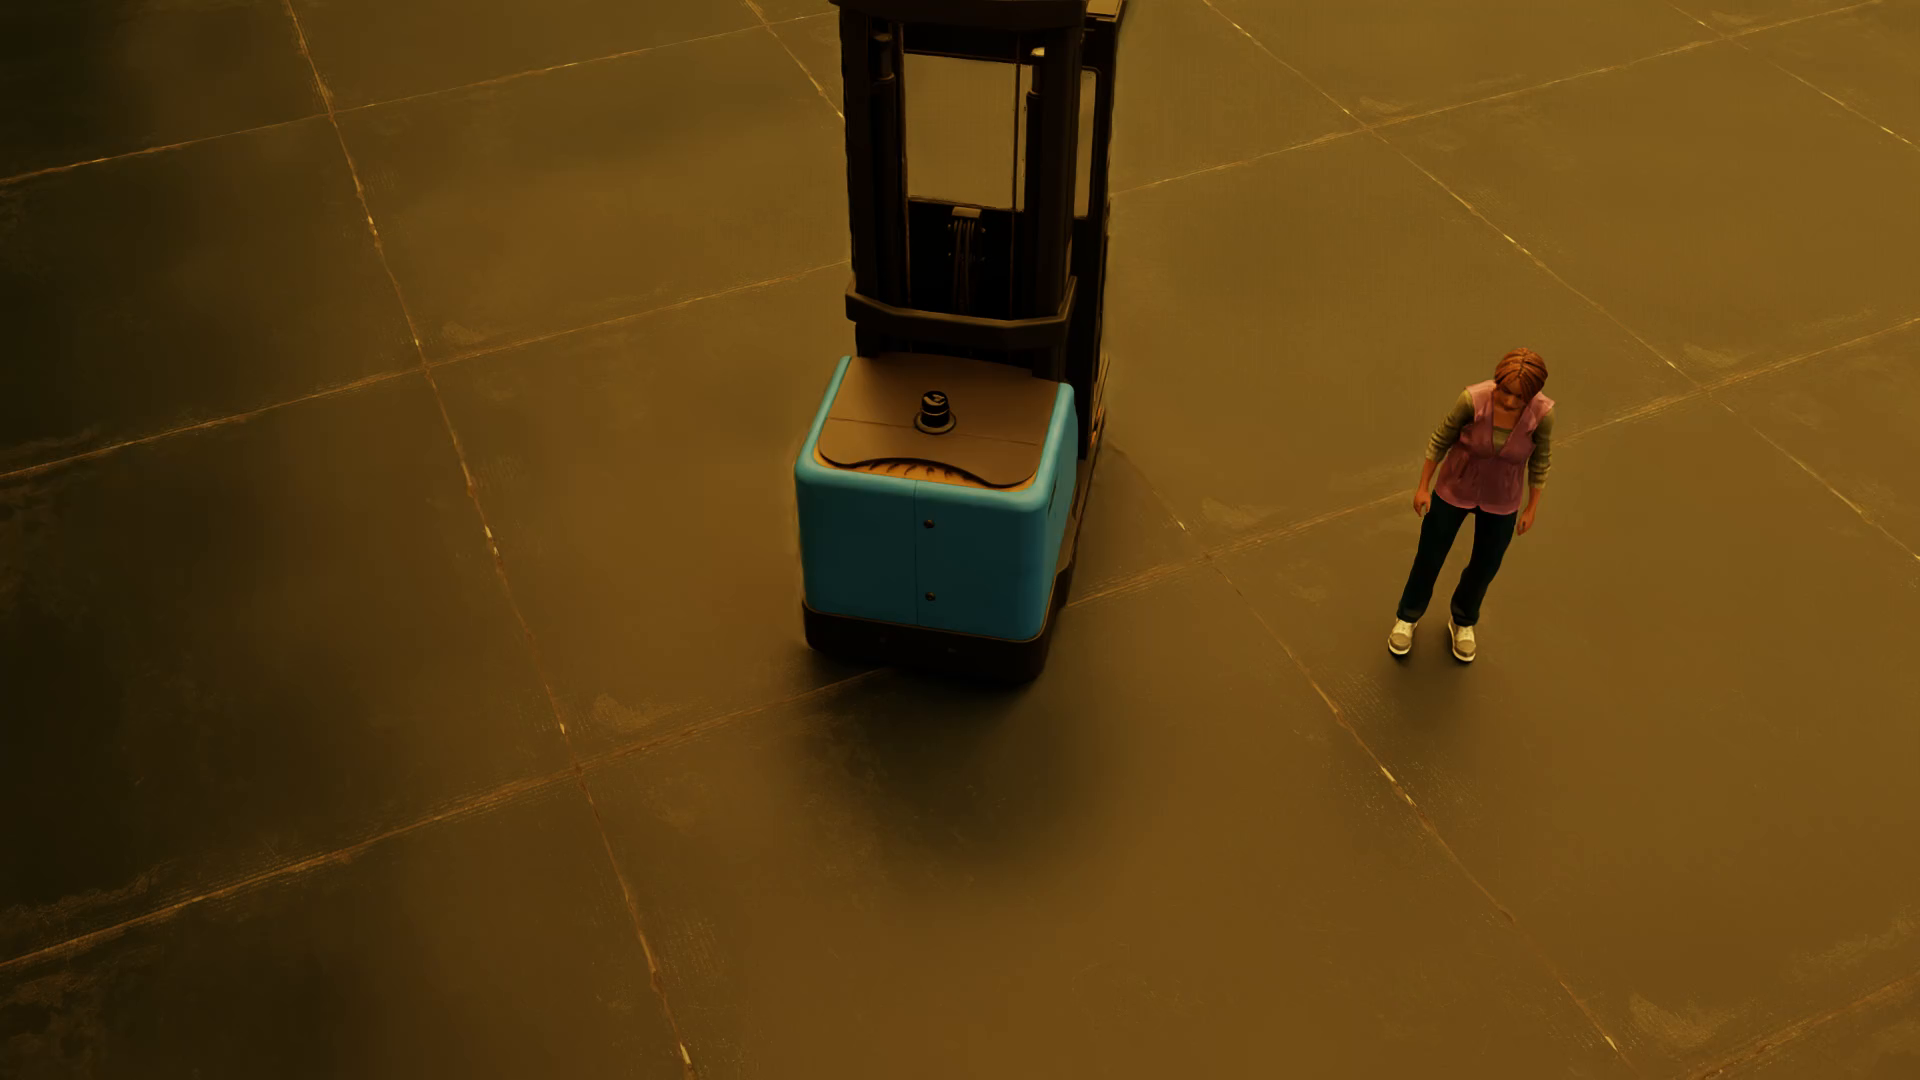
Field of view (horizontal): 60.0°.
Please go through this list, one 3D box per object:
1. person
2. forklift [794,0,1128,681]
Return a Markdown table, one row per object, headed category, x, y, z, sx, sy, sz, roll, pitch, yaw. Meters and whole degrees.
| category | x | y | z | sx | sy | sz | roll | pitch | yaw |
| --- | --- | --- | --- | --- | --- | --- | --- | --- | --- |
| person | 2.120 | -0.153 | 6.829 | 0.491 | 1.590 | 0.357 | 10 | 44 | 10 |
| forklift | 0.120 | -1.488 | 7.274 | 1.130 | 2.935 | 3.031 | 8 | 44 | 8 |
